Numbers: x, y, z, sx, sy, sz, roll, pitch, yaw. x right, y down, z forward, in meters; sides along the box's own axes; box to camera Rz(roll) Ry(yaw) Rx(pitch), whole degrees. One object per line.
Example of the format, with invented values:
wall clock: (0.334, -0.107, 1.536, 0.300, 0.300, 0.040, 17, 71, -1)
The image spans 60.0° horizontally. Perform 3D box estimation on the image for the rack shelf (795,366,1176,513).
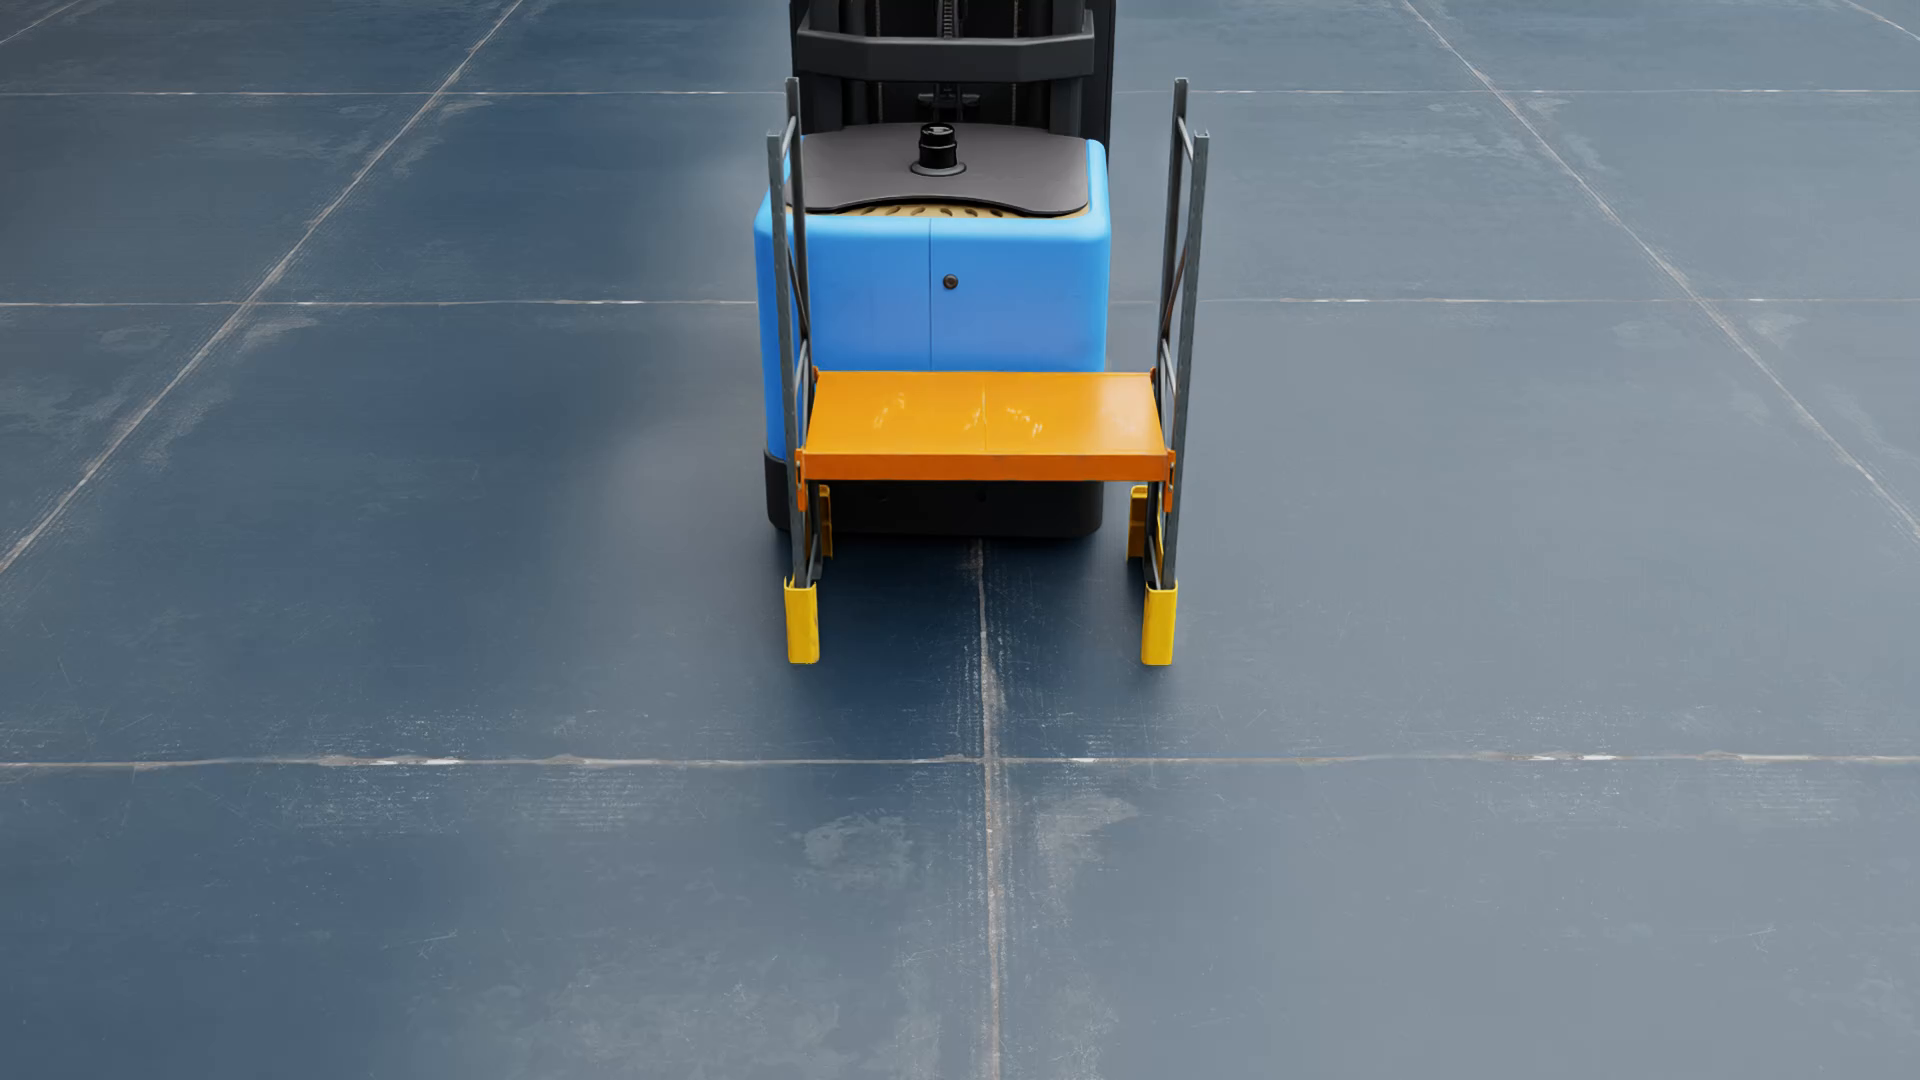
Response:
rack shelf: (0.068, -0.287, 4.625, 1.000, 0.185, 0.538, 0, 31, 0)

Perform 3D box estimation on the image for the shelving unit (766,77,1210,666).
shelving unit: (0.059, -0.441, 4.531, 1.083, 1.500, 0.587, 0, 31, 0)

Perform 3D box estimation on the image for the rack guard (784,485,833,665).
rack guard: (-0.439, 0.091, 4.859, 0.087, 0.250, 0.587, 0, 31, 0)

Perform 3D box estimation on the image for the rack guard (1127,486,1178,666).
rack guard: (0.557, 0.095, 4.852, 0.087, 0.250, 0.587, 0, 31, 0)

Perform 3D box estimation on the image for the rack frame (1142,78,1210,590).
rack frame: (0.576, -0.439, 4.528, 0.032, 1.500, 0.500, 0, 31, 0)

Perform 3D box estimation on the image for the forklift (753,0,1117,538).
forklift: (-0.012, -1.991, 5.707, 1.130, 2.935, 3.031, 1, 31, 2)

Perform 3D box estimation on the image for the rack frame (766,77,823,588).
rack frame: (-0.440, -0.443, 4.535, 0.032, 1.500, 0.500, 0, 31, 0)
